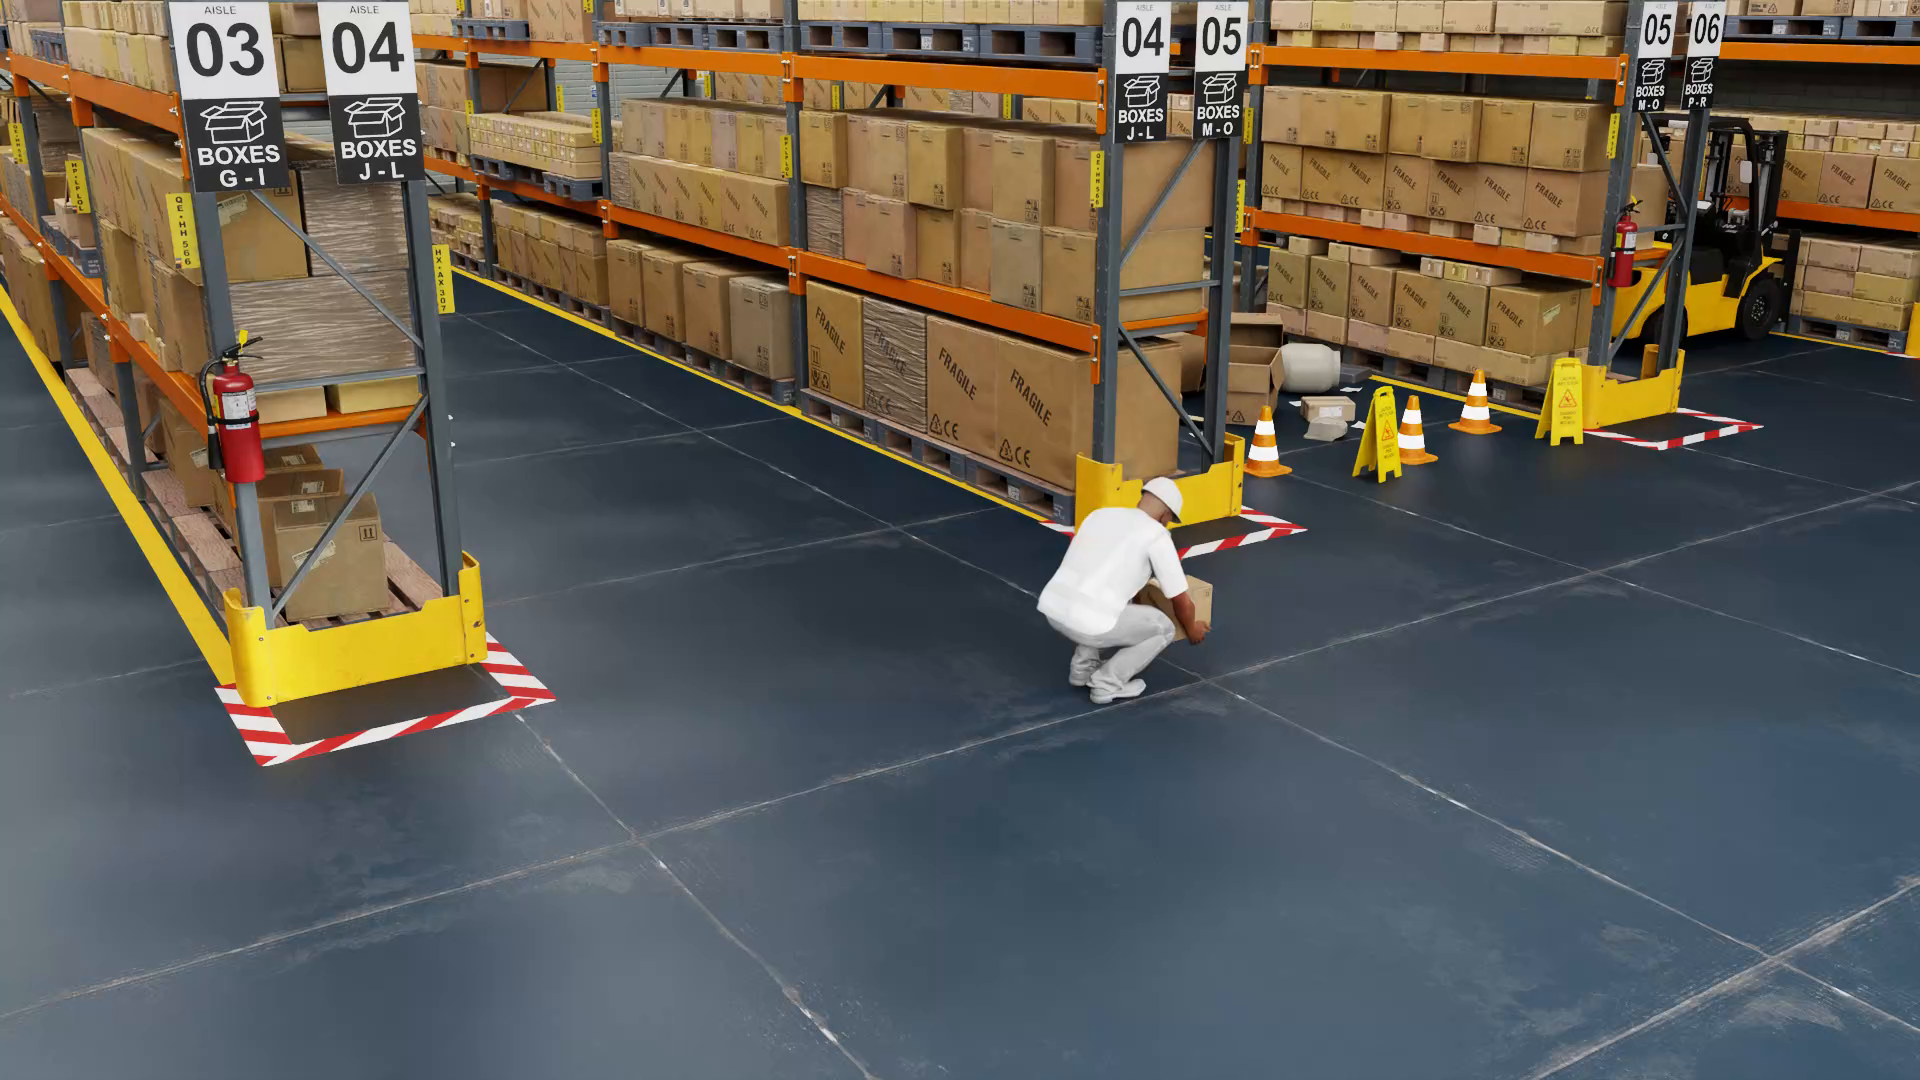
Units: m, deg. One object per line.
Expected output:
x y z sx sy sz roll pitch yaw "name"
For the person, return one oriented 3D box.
0.787 0.223 8.089 0.888 0.997 0.586 -11 21 -31 "person"
